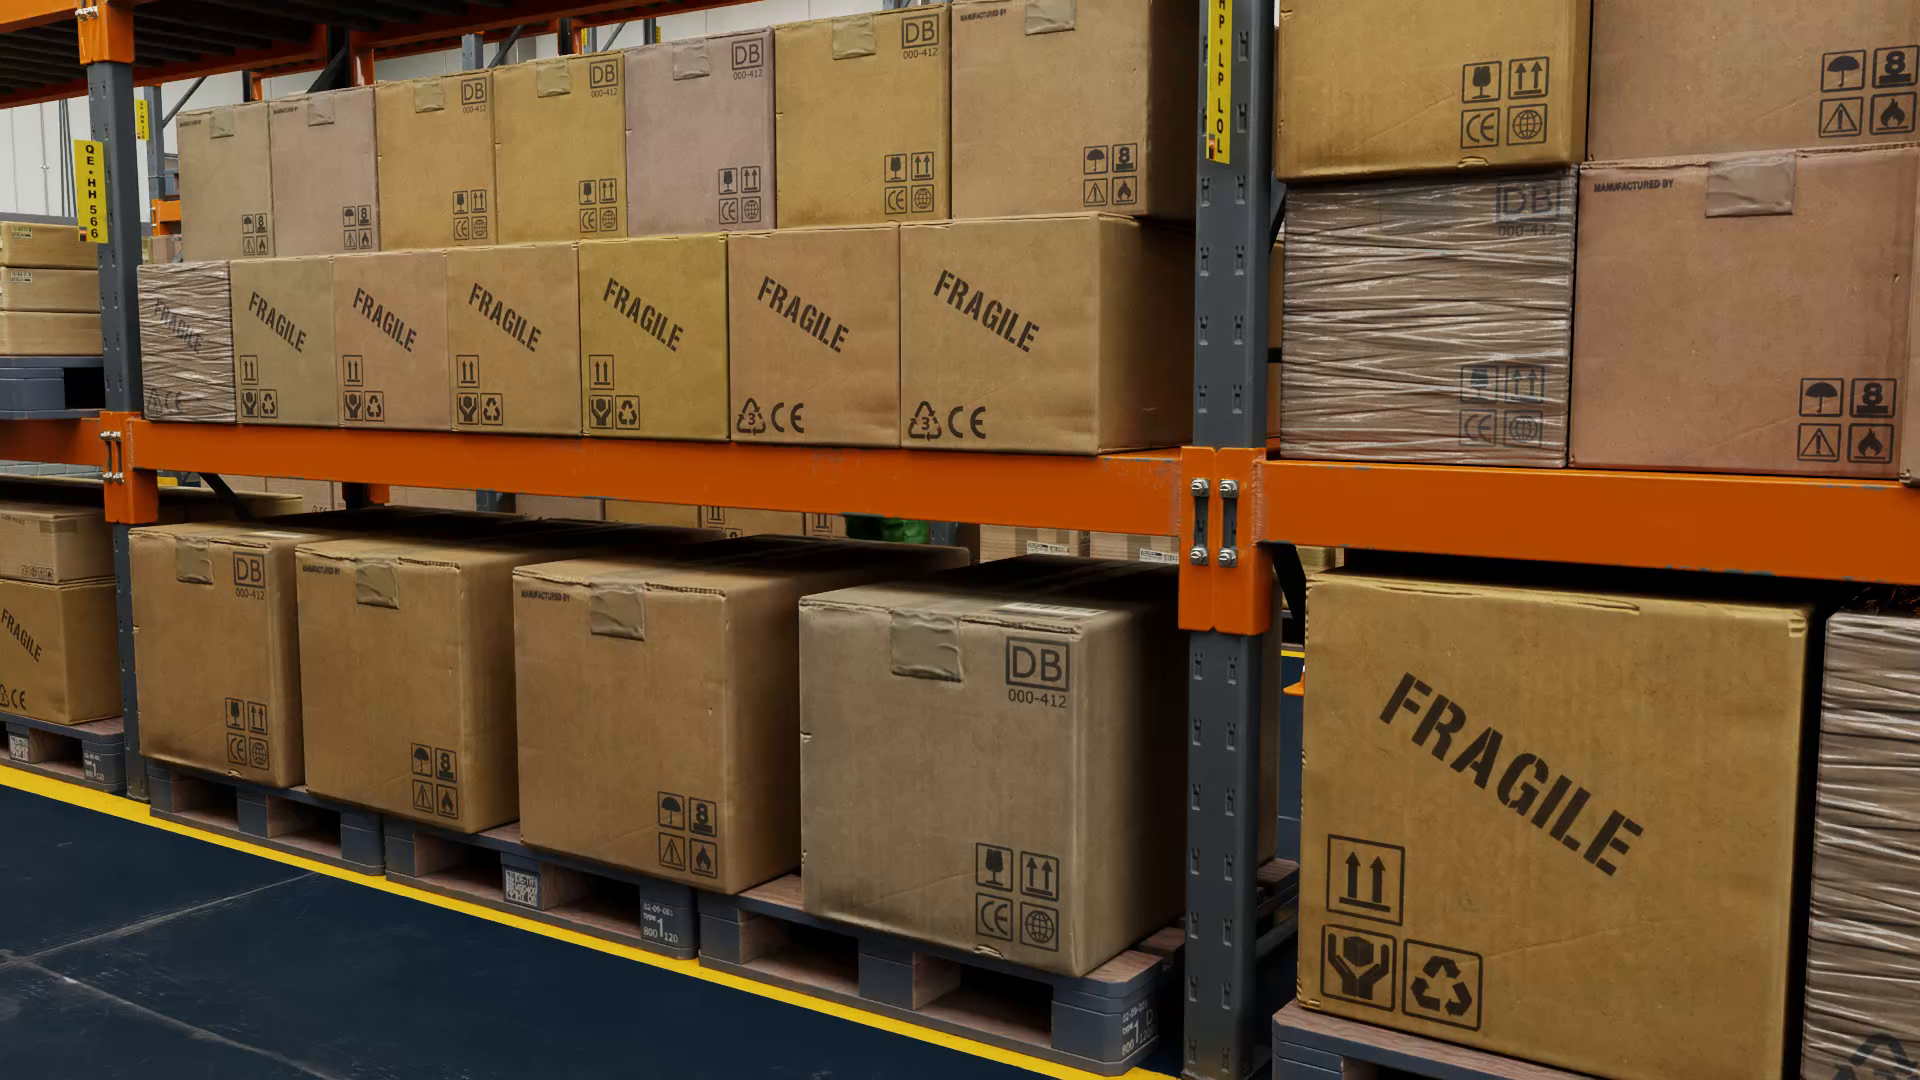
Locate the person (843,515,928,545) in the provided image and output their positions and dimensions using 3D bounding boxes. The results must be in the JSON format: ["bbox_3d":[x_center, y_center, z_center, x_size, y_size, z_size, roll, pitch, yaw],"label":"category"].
[{"bbox_3d":[-0.363,-0.220,7.674,0.523,1.789,0.354,4,8,35],"label":"person"}]
